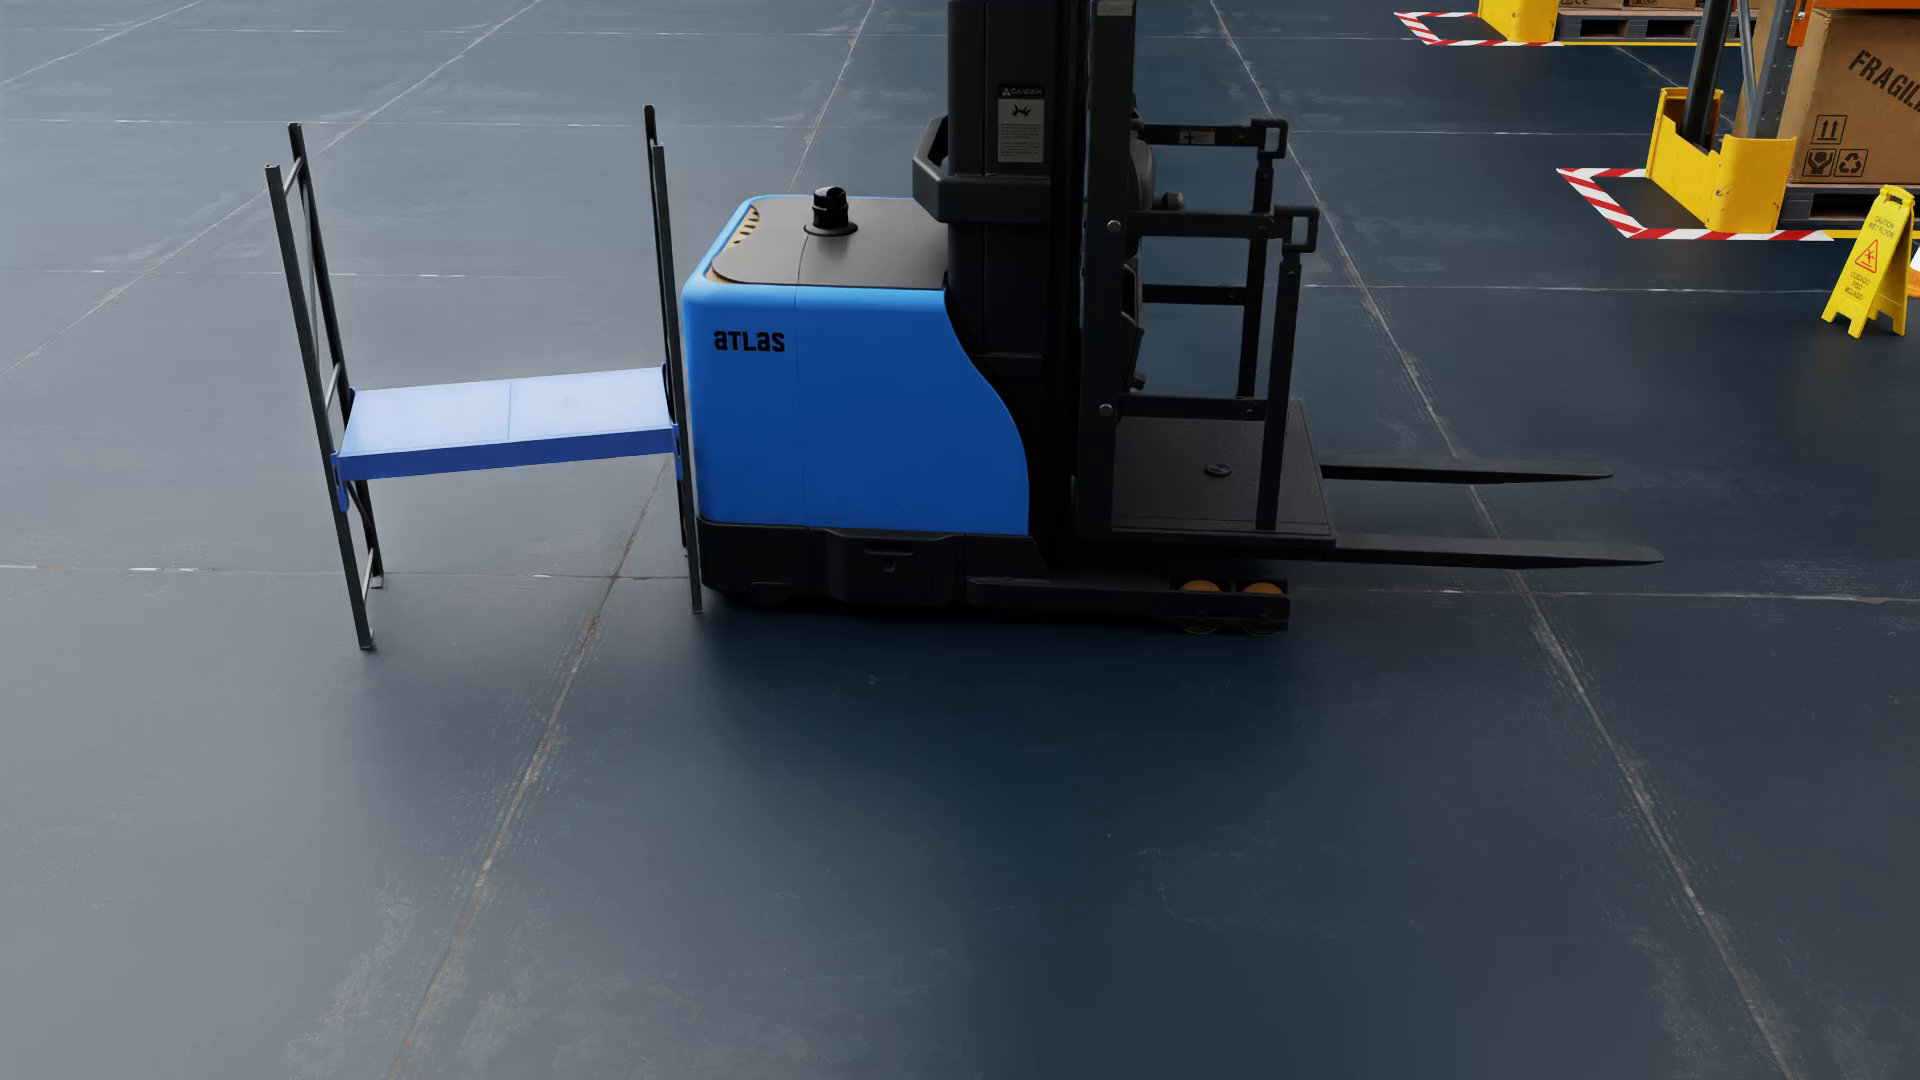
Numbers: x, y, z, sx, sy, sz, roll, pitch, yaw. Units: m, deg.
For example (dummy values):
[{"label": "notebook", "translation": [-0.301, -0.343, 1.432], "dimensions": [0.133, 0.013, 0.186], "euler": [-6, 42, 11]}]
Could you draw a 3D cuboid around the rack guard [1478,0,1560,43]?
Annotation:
[{"label": "rack guard", "translation": [4.565, -4.437, 13.587], "dimensions": [0.348, 0.500, 1.175], "euler": [1, 28, 2]}]

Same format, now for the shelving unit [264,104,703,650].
[{"label": "shelving unit", "translation": [-1.387, -0.491, 5.075], "dimensions": [1.048, 1.500, 0.538], "euler": [-6, 28, -11]}]

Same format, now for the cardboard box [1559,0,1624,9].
[{"label": "cardboard box", "translation": [5.113, -4.606, 13.457], "dimensions": [0.500, 0.500, 0.500], "euler": [6, 29, 11]}]

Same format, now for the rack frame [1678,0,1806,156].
[{"label": "rack frame", "translation": [4.213, -3.223, 8.627], "dimensions": [0.127, 3.000, 1.000], "euler": [1, 28, 2]}]

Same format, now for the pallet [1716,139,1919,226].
[{"label": "pallet", "translation": [5.015, -2.014, 9.325], "dimensions": [1.213, 0.211, 1.003], "euler": [1, 28, 2]}]

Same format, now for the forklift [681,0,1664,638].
[{"label": "forklift", "translation": [0.706, -1.253, 4.984], "dimensions": [3.031, 2.935, 1.130], "euler": [2, 28, 4]}]

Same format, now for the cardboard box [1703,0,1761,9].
[{"label": "cardboard box", "translation": [6.336, -4.593, 13.432], "dimensions": [0.500, 0.500, 0.500], "euler": [4, 28, 7]}]

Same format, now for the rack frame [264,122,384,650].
[{"label": "rack frame", "translation": [-1.883, -0.440, 4.979], "dimensions": [0.032, 1.500, 0.500], "euler": [-6, 28, -11]}]

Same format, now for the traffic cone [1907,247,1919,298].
[{"label": "traffic cone", "translation": [4.694, -1.429, 7.951], "dimensions": [0.334, 0.463, 0.336], "euler": [1, 28, 2]}]

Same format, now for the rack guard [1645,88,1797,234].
[{"label": "rack guard", "translation": [4.189, -2.119, 9.213], "dimensions": [0.348, 0.500, 1.175], "euler": [1, 28, 2]}]

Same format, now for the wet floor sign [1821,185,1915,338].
[{"label": "wet floor sign", "translation": [4.114, -1.256, 7.431], "dimensions": [0.232, 0.644, 0.267], "euler": [-4, 28, -7]}]

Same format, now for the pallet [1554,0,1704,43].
[{"label": "pallet", "translation": [5.376, -4.280, 13.598], "dimensions": [1.213, 0.211, 1.003], "euler": [1, 28, 2]}]

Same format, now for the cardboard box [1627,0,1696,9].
[{"label": "cardboard box", "translation": [5.711, -4.612, 13.468], "dimensions": [0.500, 0.500, 0.500], "euler": [8, 29, 15]}]

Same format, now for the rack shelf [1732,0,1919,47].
[{"label": "rack shelf", "translation": [6.212, -2.872, 8.733], "dimensions": [4.000, 0.370, 1.077], "euler": [1, 28, 2]}]

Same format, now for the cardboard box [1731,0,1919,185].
[{"label": "cardboard box", "translation": [4.893, -2.490, 9.064], "dimensions": [0.875, 0.875, 0.875], "euler": [1, 28, 2]}]

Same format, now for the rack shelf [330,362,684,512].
[{"label": "rack shelf", "translation": [-1.387, -0.332, 5.159], "dimensions": [1.000, 0.185, 0.538], "euler": [-6, 28, -11]}]

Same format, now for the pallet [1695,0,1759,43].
[{"label": "pallet", "translation": [6.592, -4.258, 13.557], "dimensions": [1.213, 0.211, 1.003], "euler": [1, 28, 2]}]

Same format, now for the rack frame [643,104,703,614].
[{"label": "rack frame", "translation": [-0.890, -0.542, 5.171], "dimensions": [0.032, 1.500, 0.500], "euler": [-6, 28, -11]}]
